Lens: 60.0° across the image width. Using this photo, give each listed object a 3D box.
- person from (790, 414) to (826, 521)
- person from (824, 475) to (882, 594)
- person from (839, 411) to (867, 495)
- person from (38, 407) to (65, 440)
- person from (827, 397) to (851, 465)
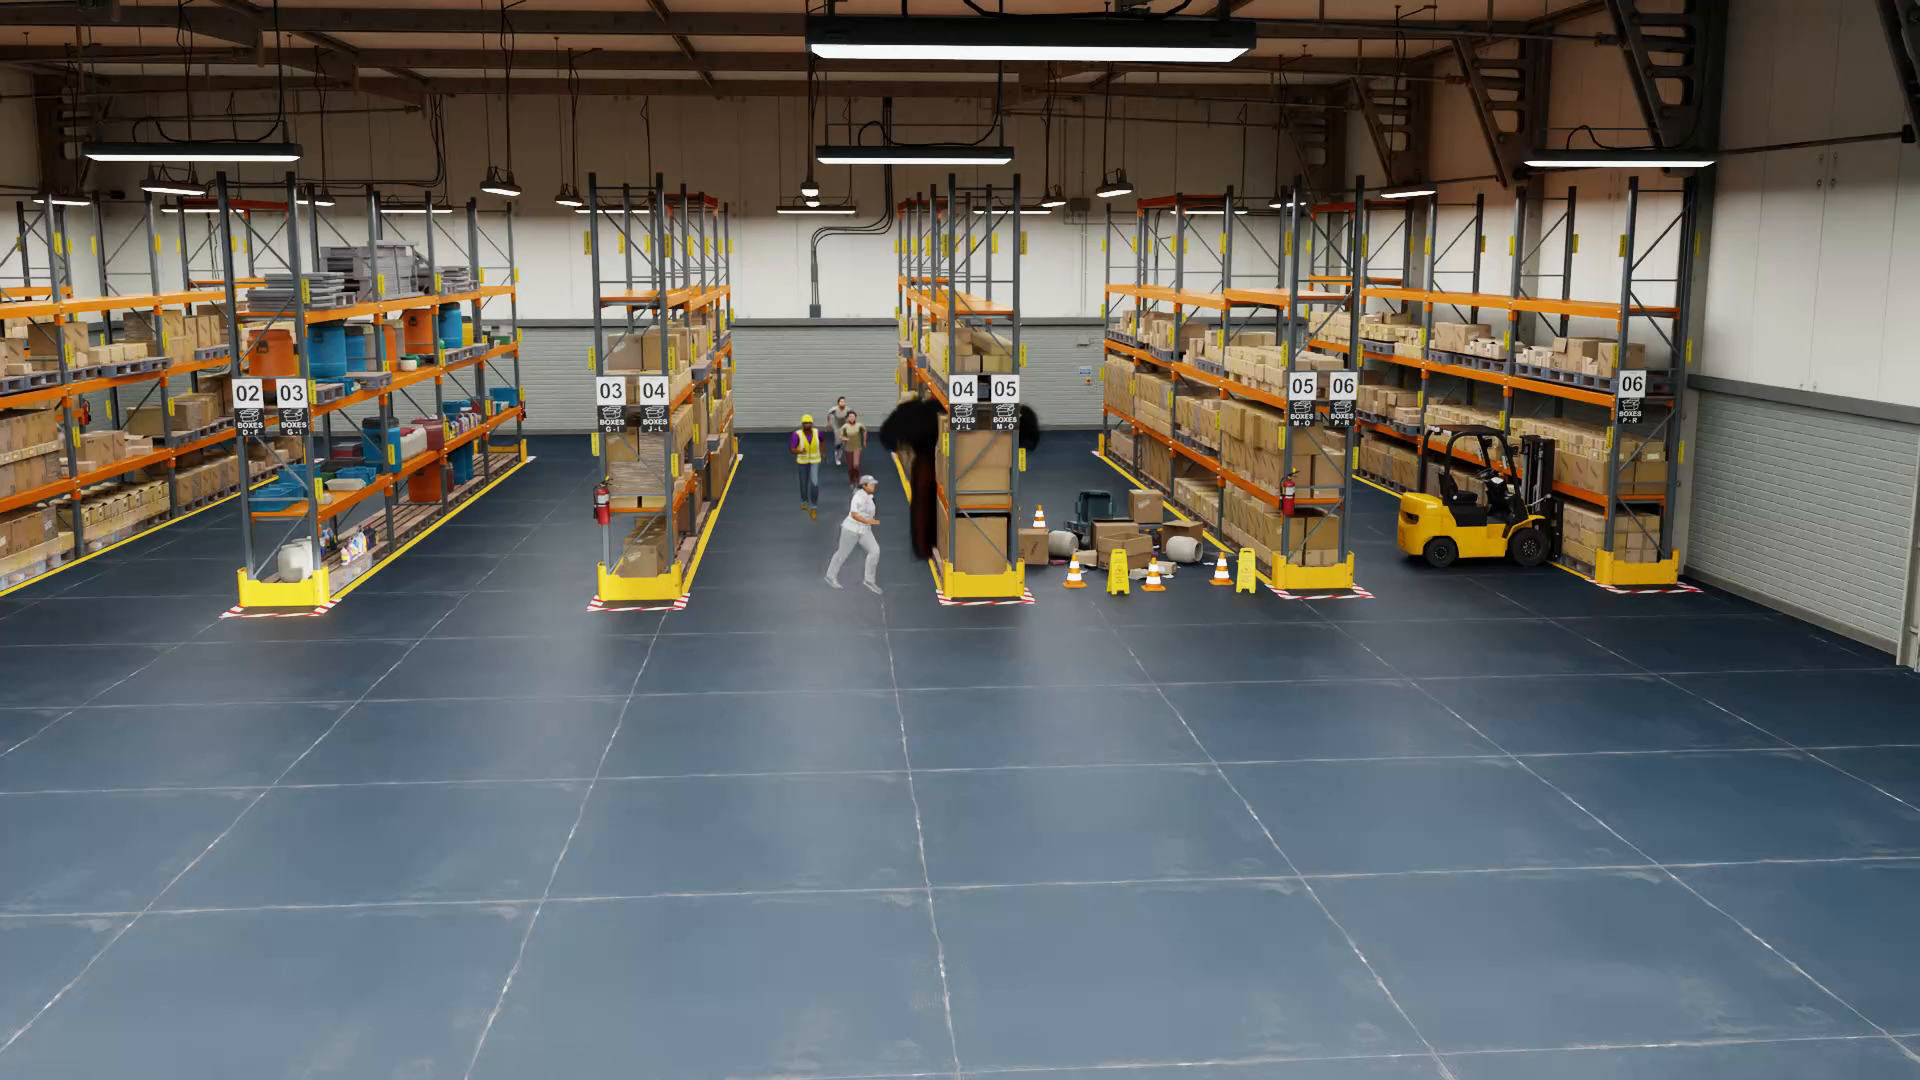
[{"bbox_3d":[-2.687,-1.295,29.492,0.662,1.873,0.812,-2,10,-10],"label":"person"},{"bbox_3d":[-1.500,-0.096,23.287,0.850,1.667,0.626,4,11,21],"label":"person"},{"bbox_3d":[-2.196,-1.802,34.117,0.537,1.712,0.805,0,10,3],"label":"person"},{"bbox_3d":[-18.461,-1.844,33.568,0.608,1.676,0.859,-1,10,-7],"label":"person"},{"bbox_3d":[-2.774,-2.539,38.568,0.555,1.595,0.685,-3,11,-18],"label":"person"}]
